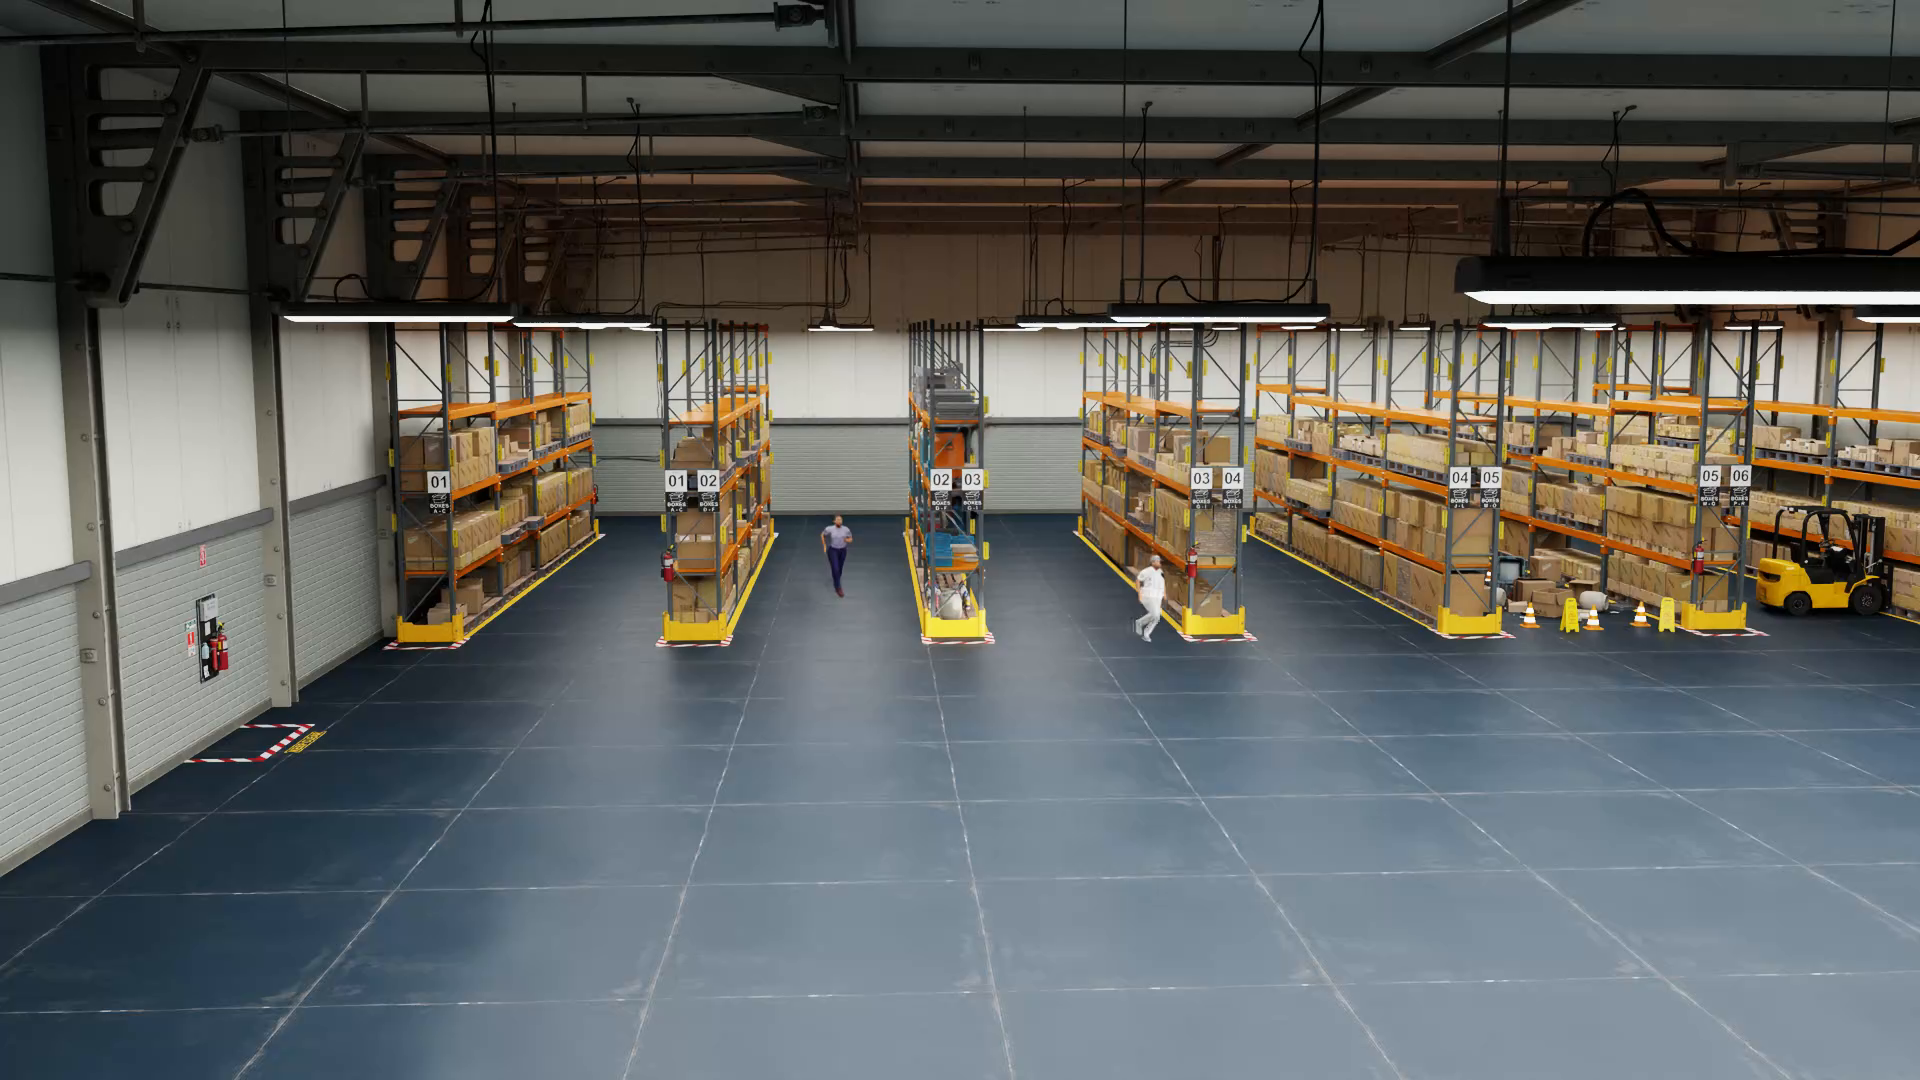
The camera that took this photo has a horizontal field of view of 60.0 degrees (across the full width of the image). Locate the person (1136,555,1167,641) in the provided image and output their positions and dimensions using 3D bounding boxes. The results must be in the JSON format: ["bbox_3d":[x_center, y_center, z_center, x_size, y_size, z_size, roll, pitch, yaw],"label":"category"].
[{"bbox_3d":[3.655,1.088,31.198,0.645,1.594,0.512,-5,9,-35],"label":"person"}]

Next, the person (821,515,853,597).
[{"bbox_3d":[-2.547,0.303,34.767,0.591,1.682,0.811,-3,8,-24],"label":"person"}]
